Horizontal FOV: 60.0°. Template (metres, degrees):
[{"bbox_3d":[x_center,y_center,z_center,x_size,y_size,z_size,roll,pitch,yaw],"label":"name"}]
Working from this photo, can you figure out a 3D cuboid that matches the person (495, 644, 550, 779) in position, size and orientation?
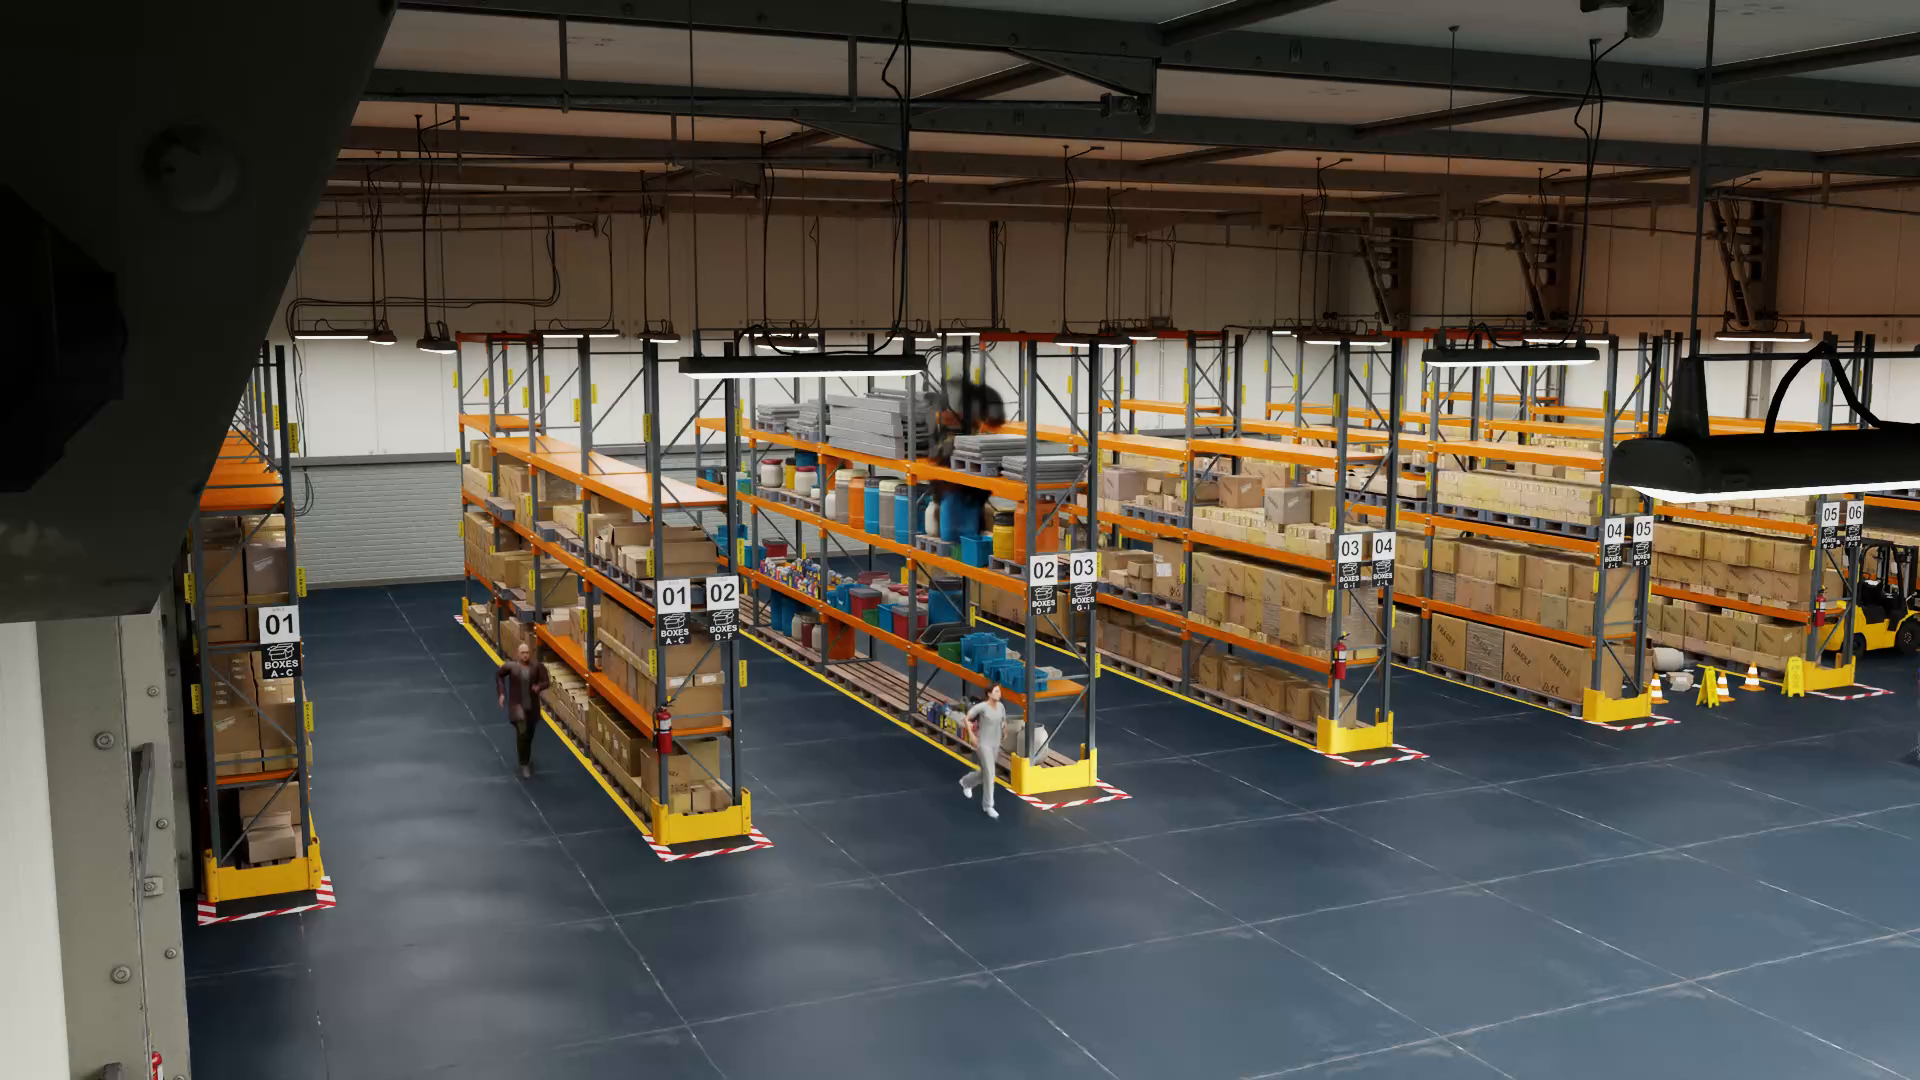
[{"bbox_3d":[-6.046,2.344,23.107,0.666,1.847,0.937,-4,9,-28],"label":"person"}]

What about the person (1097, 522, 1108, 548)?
[{"bbox_3d":[3.123,0.411,37.812,0.556,1.634,0.616,-4,9,-26],"label":"person"}]

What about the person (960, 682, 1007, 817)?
[{"bbox_3d":[0.347,2.648,21.448,0.604,1.663,0.864,-6,10,-39],"label":"person"}]
